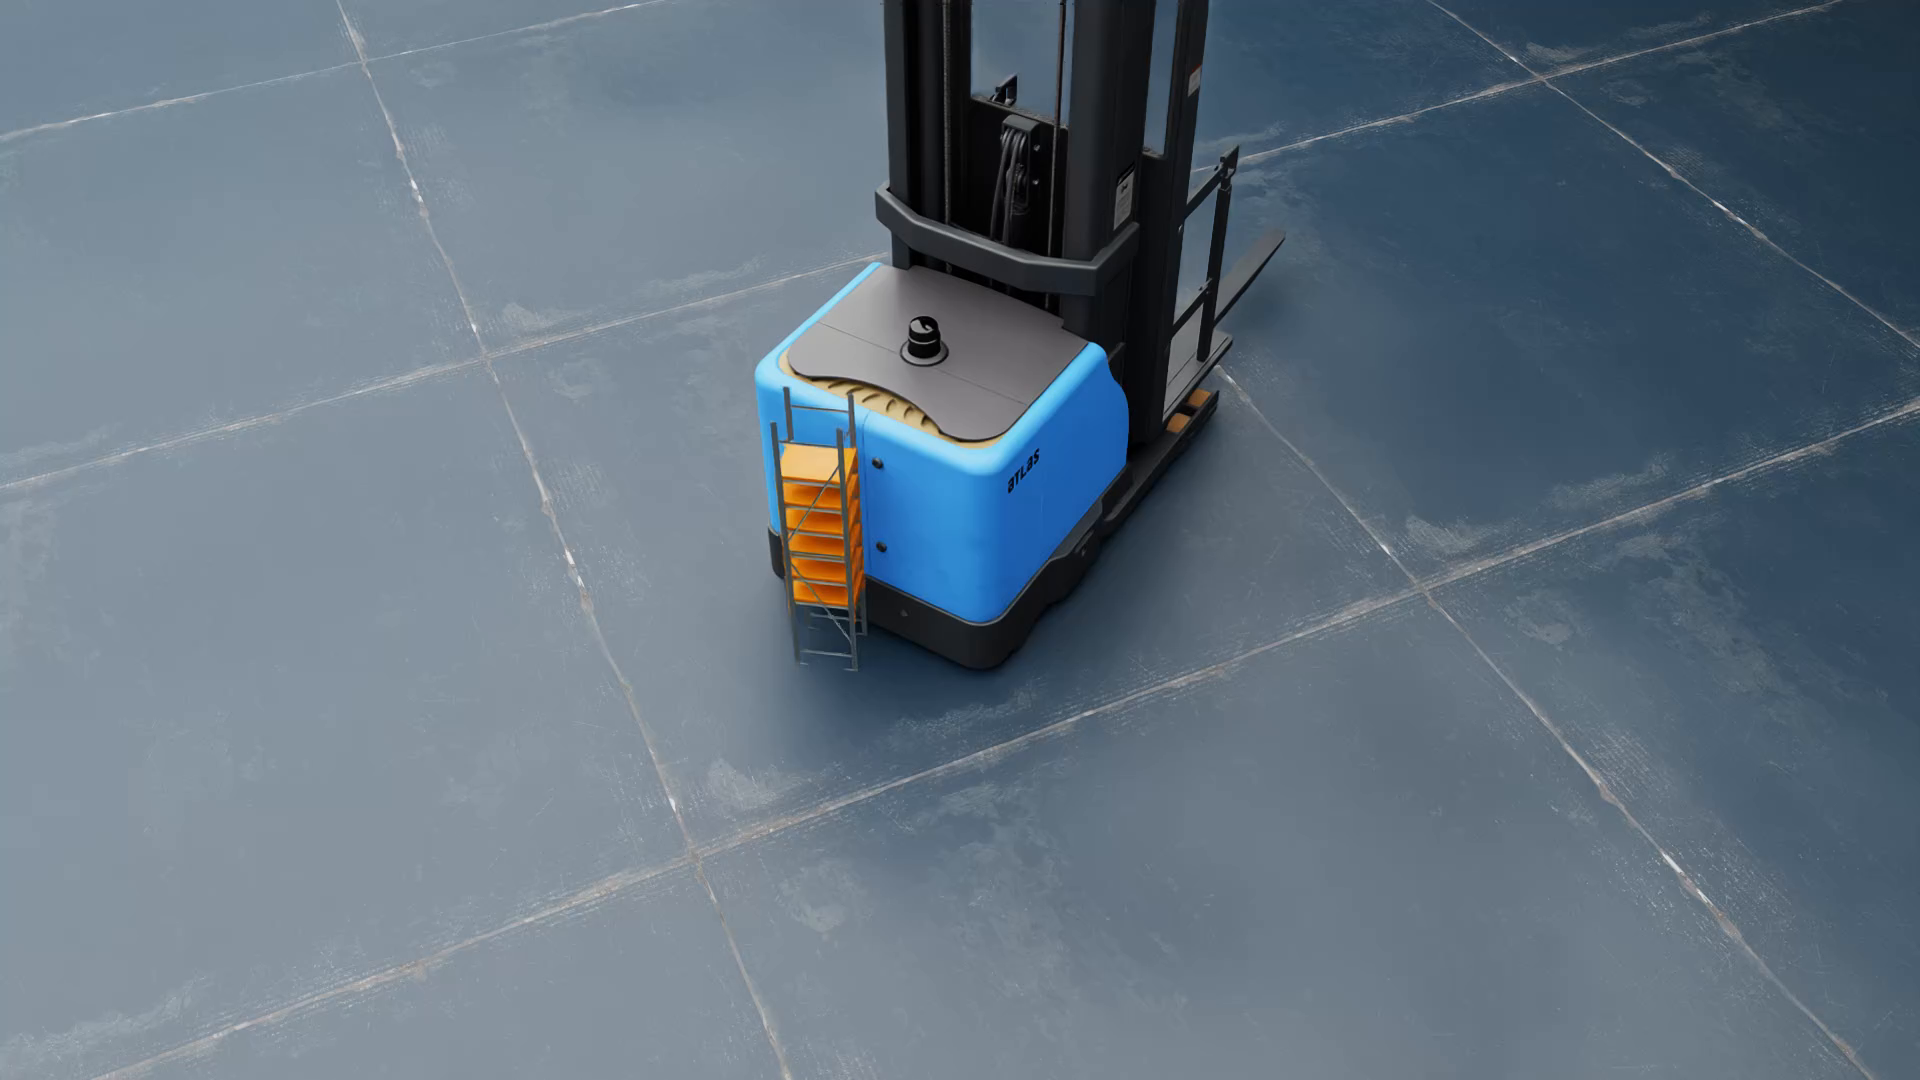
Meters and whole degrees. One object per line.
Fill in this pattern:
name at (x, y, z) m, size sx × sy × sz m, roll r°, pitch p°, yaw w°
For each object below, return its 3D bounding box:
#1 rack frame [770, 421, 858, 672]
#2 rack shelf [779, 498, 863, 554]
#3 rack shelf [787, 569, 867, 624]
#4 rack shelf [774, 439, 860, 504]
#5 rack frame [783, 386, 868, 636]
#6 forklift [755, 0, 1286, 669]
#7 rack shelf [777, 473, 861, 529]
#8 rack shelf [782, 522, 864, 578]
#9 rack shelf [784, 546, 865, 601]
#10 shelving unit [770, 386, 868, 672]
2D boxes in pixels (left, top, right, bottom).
rack frame at (-0.501, 0.054, 5.841) m, size 0.240 × 1.200 × 0.006 m, roll 6°, pitch 45°, yaw 6°
rack shelf at (-0.487, -0.063, 5.852) m, size 0.258 × 0.103 × 0.180 m, roll 6°, pitch 45°, yaw 6°
rack shelf at (-0.487, 0.193, 6.105) m, size 0.258 × 0.103 × 0.180 m, roll 6°, pitch 45°, yaw 6°
rack shelf at (-0.487, -0.234, 5.684) m, size 0.258 × 0.103 × 0.180 m, roll 6°, pitch 45°, yaw 6°
rack frame at (-0.473, -0.073, 5.970) m, size 0.240 × 1.200 × 0.006 m, roll 6°, pitch 45°, yaw 6°
forklift at (0.466, -1.582, 6.266) m, size 1.130 × 2.935 × 3.031 m, roll 24°, pitch 49°, yaw 22°
rack shelf at (-0.487, -0.149, 5.768) m, size 0.258 × 0.103 × 0.180 m, roll 6°, pitch 45°, yaw 6°
rack shelf at (-0.487, 0.022, 5.937) m, size 0.258 × 0.103 × 0.180 m, roll 6°, pitch 45°, yaw 6°
rack shelf at (-0.487, 0.107, 6.021) m, size 0.258 × 0.103 × 0.180 m, roll 6°, pitch 45°, yaw 6°
shelving unit at (-0.487, -0.010, 5.905) m, size 0.258 × 1.200 × 0.189 m, roll 6°, pitch 45°, yaw 6°
